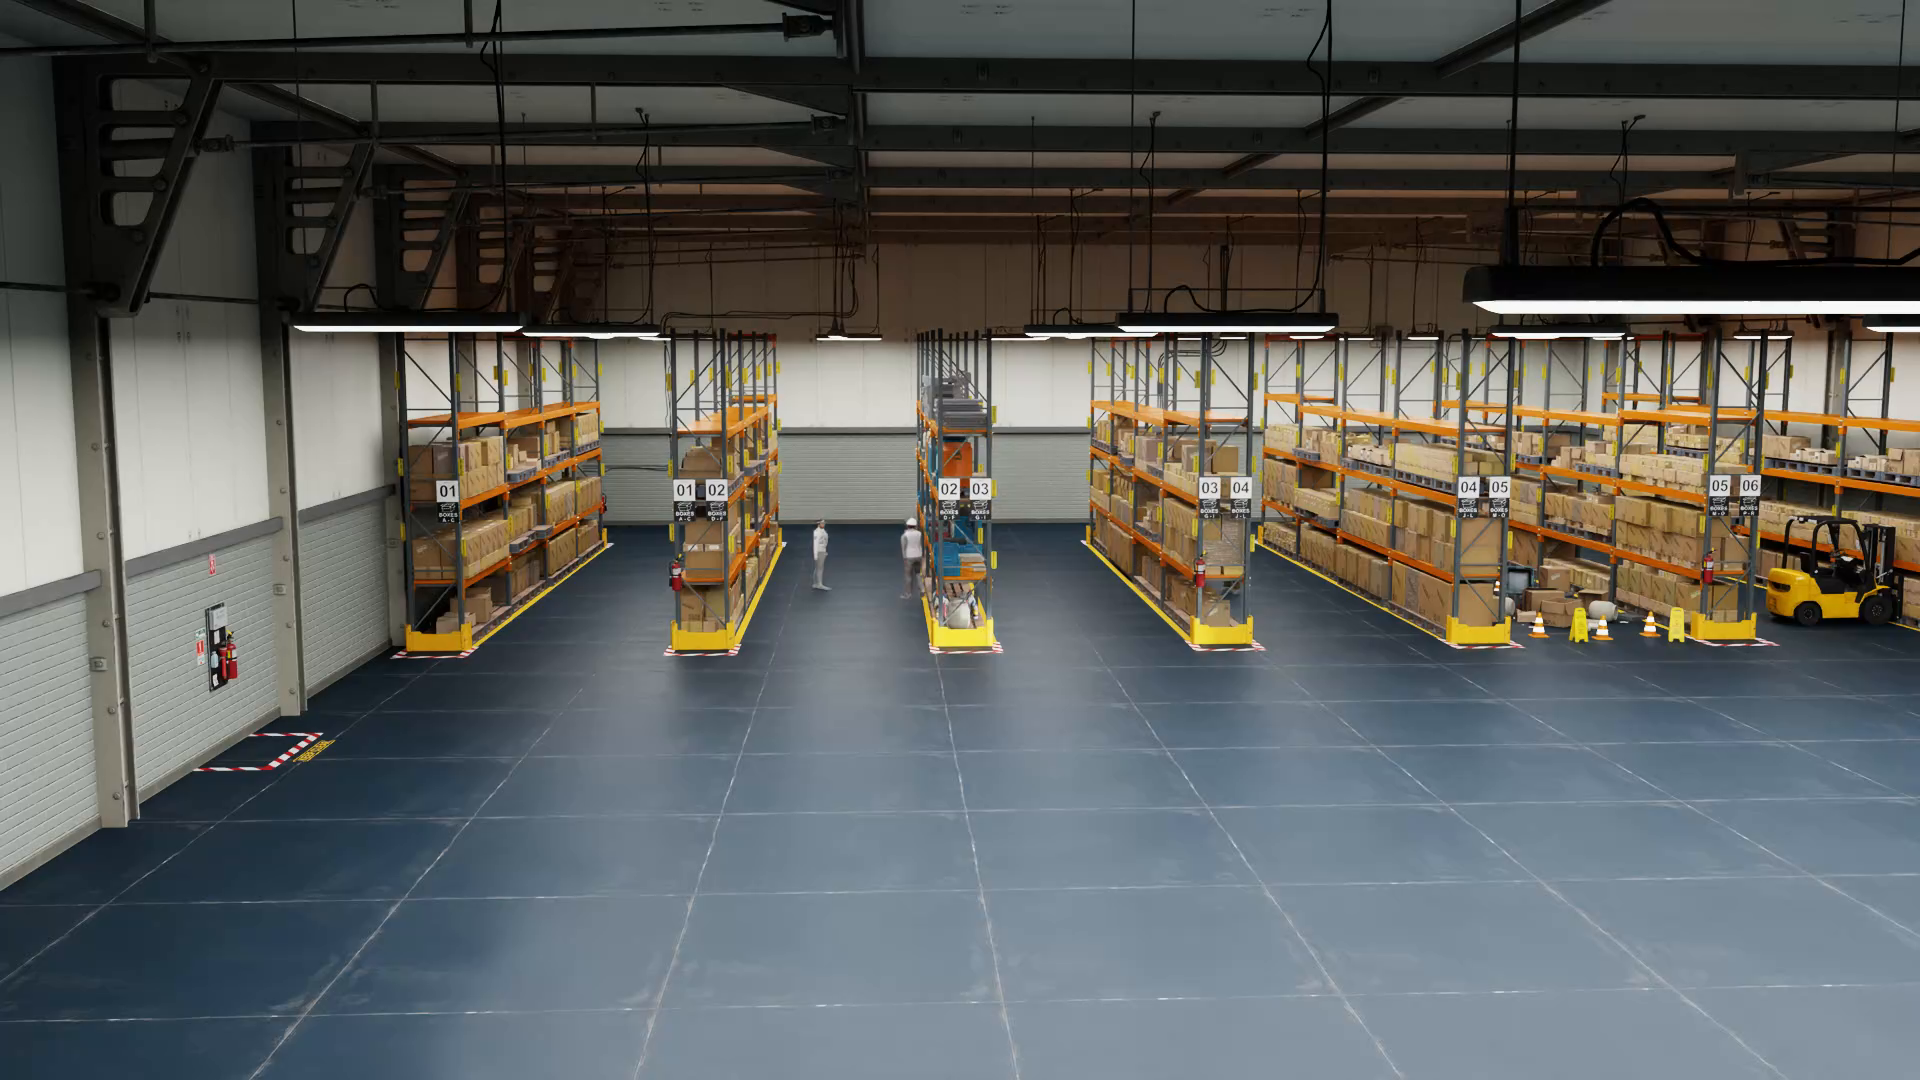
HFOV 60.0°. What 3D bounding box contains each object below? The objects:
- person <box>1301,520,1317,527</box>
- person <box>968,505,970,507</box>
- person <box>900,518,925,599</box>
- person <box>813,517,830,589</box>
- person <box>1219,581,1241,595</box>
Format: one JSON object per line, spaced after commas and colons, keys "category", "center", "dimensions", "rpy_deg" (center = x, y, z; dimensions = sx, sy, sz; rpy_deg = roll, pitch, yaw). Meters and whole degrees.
{"category": "person", "center": [10.756, -1.210, 51.283], "dimensions": [0.747, 1.760, 0.568], "rpy_deg": [-6, 9, -43]}
{"category": "person", "center": [0.337, -0.965, 49.341], "dimensions": [0.625, 1.709, 1.050], "rpy_deg": [-1, 7, -11]}
{"category": "person", "center": [-1.043, 0.404, 36.503], "dimensions": [0.561, 1.793, 0.414], "rpy_deg": [-4, 8, -32]}
{"category": "person", "center": [-3.253, 0.302, 39.010], "dimensions": [0.402, 1.693, 0.487], "rpy_deg": [0, 7, -1]}
{"category": "person", "center": [6.262, 0.336, 38.348], "dimensions": [0.393, 1.819, 0.587], "rpy_deg": [-5, 9, -38]}
